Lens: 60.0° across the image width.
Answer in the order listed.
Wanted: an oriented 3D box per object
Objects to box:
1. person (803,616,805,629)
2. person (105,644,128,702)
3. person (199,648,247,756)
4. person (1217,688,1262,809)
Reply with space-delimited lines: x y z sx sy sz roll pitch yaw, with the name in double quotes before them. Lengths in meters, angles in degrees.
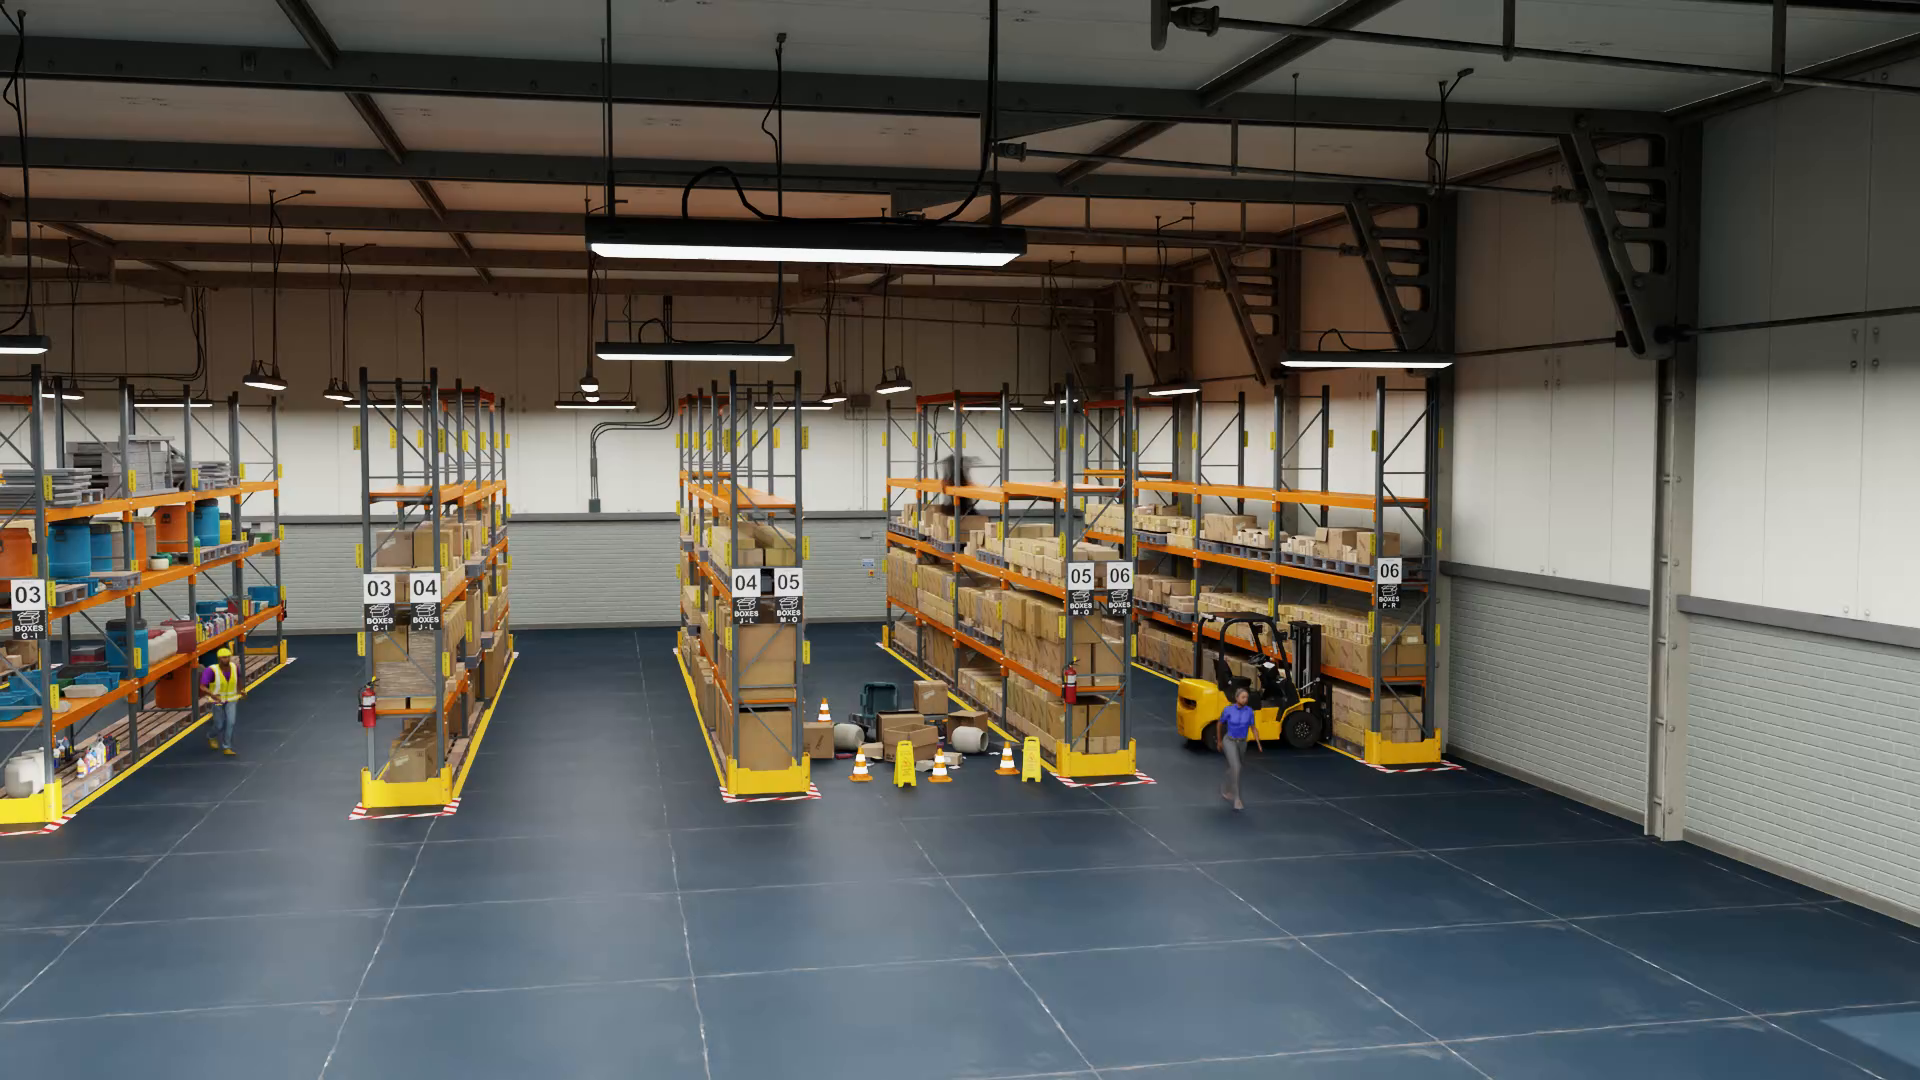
"person" -3.613 2.041 35.184 0.672 1.740 0.607 0 3 -8
"person" -15.998 2.380 31.787 0.594 1.482 0.773 -2 4 -30
"person" -11.826 2.567 26.585 0.700 1.716 0.796 -3 5 -43
"person" 3.799 2.812 22.811 0.496 1.609 0.811 -1 4 -21
